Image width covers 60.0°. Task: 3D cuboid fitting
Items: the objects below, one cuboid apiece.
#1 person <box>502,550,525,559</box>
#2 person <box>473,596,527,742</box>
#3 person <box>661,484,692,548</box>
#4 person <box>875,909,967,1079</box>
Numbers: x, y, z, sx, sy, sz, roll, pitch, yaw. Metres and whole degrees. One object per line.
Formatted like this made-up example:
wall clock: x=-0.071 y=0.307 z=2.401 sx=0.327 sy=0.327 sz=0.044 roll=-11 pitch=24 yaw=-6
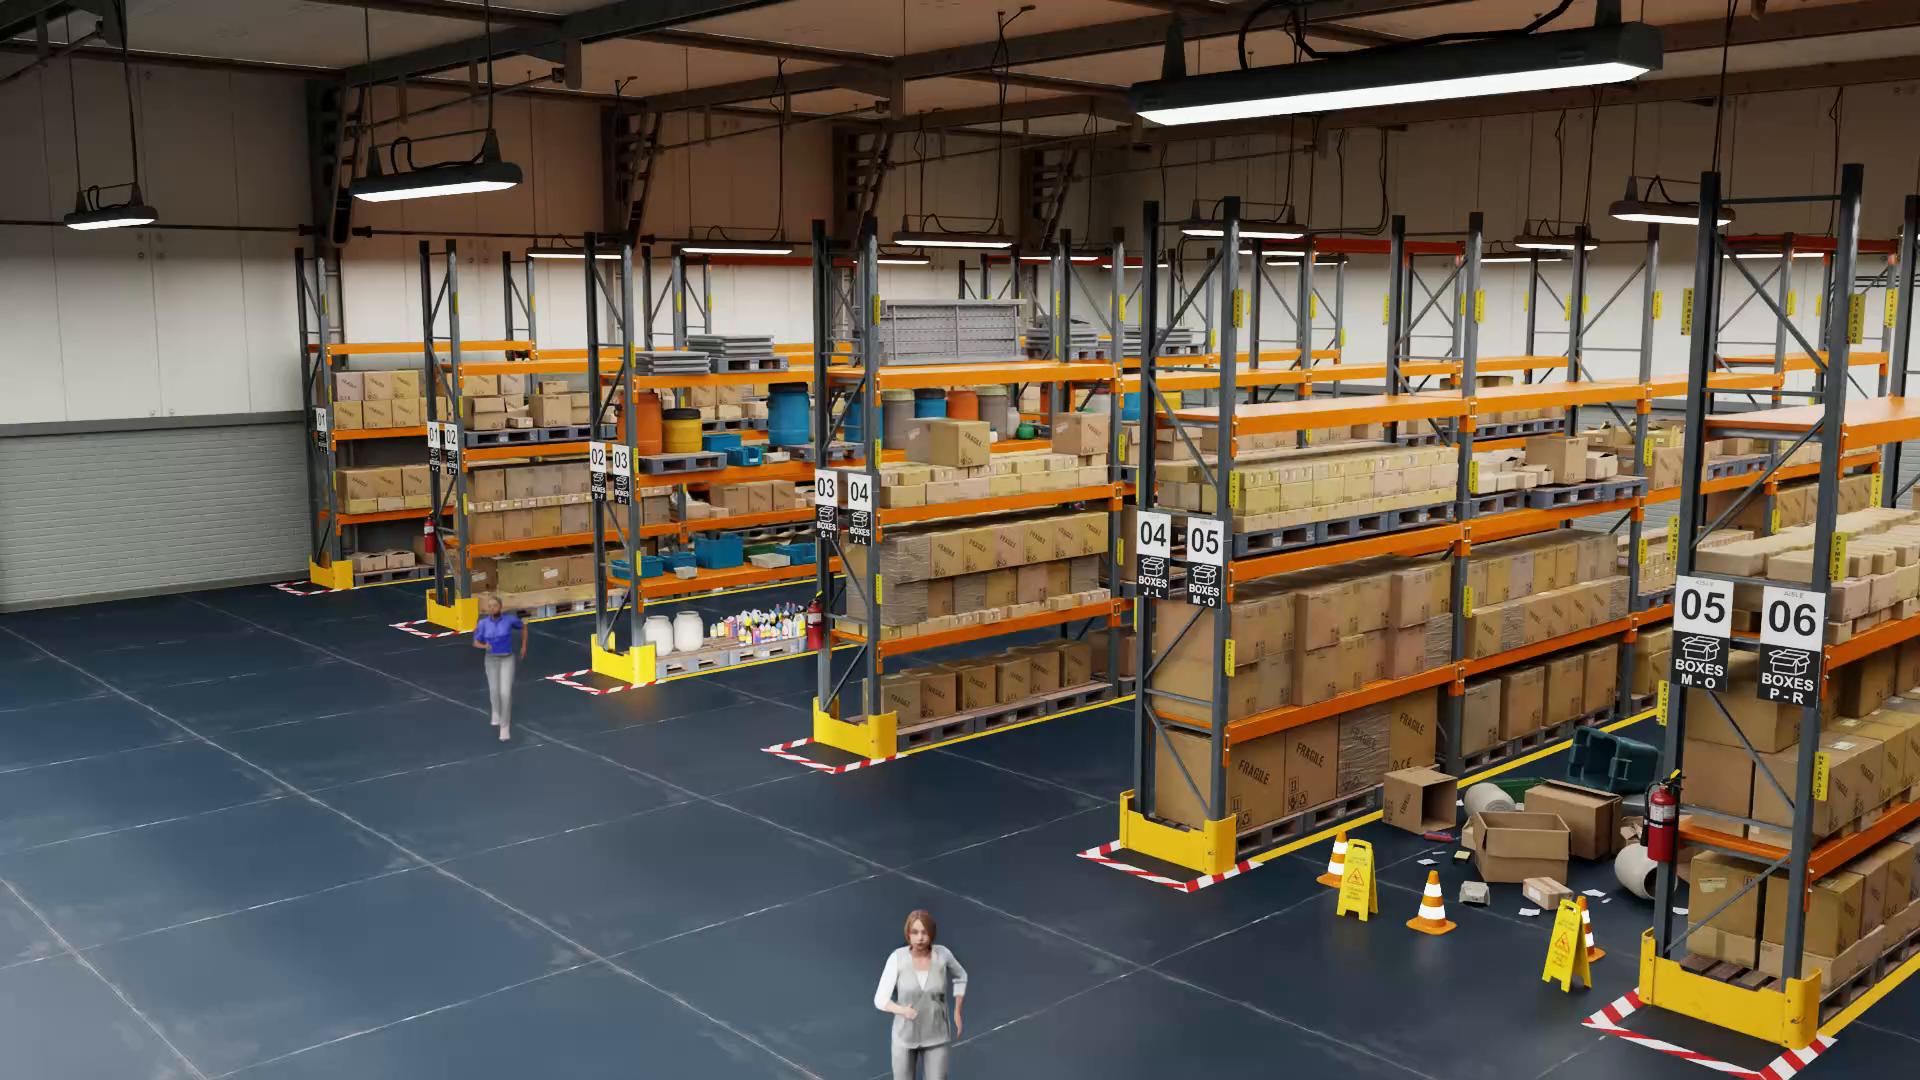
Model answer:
person: x=-7.637 y=0.136 z=28.709 sx=0.776 sy=1.754 sz=0.584 roll=-8 pitch=12 yaw=-44
person: x=-5.424 y=1.533 z=19.675 sx=0.586 sy=1.608 sz=0.892 roll=-1 pitch=8 yaw=-5
person: x=-5.322 y=-0.294 z=31.318 sx=0.683 sy=1.783 sz=0.748 roll=7 pitch=11 yaw=41
person: x=-0.228 y=2.952 z=9.821 sx=0.544 sy=1.572 sz=0.879 roll=0 pitch=8 yaw=-1
